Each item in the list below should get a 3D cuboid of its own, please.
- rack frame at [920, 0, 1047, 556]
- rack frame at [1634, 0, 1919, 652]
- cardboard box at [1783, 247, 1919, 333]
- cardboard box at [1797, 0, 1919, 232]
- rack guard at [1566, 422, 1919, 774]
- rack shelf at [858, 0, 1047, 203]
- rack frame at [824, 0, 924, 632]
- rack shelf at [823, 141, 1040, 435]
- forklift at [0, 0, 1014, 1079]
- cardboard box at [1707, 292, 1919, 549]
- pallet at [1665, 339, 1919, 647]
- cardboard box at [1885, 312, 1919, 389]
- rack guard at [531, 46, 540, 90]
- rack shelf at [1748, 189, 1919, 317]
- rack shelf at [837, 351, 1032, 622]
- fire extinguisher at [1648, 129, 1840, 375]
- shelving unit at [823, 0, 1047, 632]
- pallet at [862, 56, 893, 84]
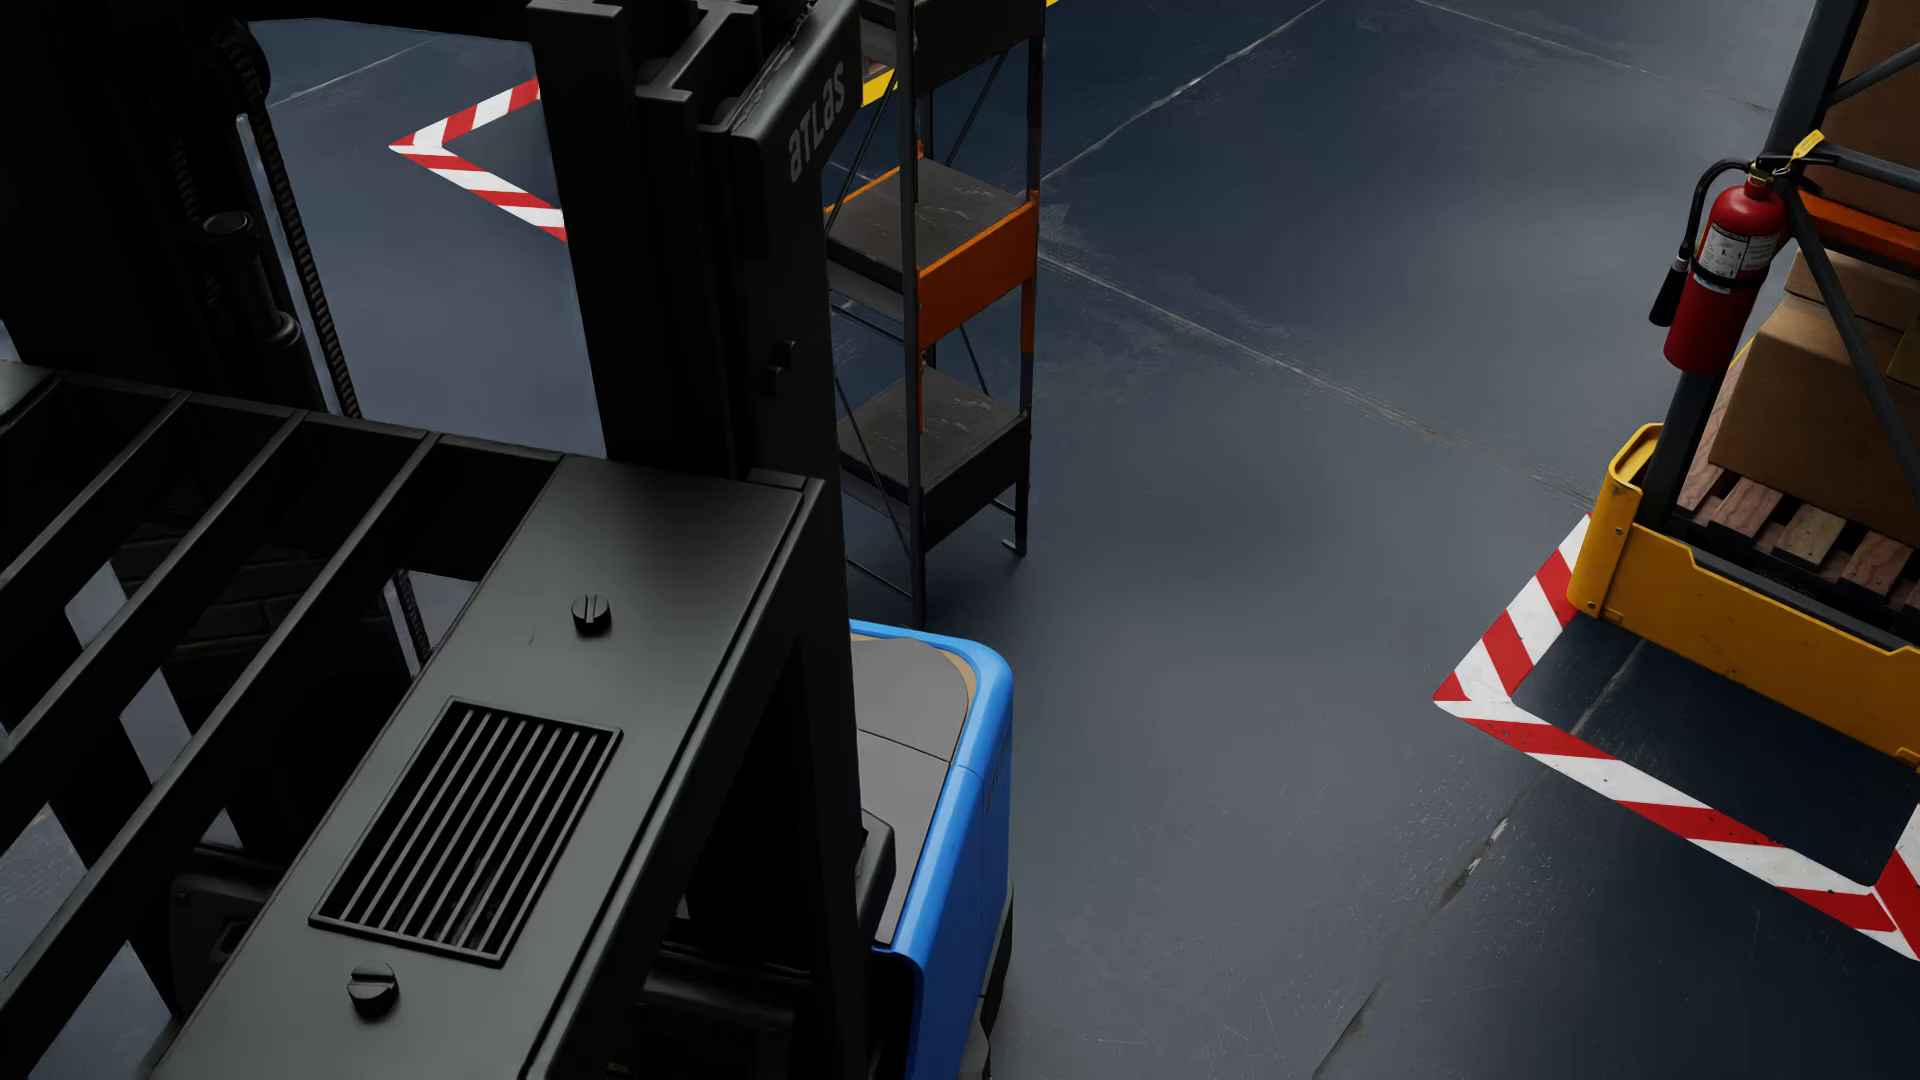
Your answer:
[{"bbox_3d":[0.050,-0.817,4.588,0.400,2.100,0.015,29,50,28],"label":"rack frame"},{"bbox_3d":[2.390,-0.775,3.872,1.000,3.000,0.127,29,50,28],"label":"rack frame"},{"bbox_3d":[2.707,-0.794,4.957,0.380,0.149,0.250,29,50,28],"label":"cardboard box"},{"bbox_3d":[2.711,-1.153,4.065,0.980,0.700,0.700,32,51,30],"label":"cardboard box"},{"bbox_3d":[2.375,0.162,4.700,1.175,0.500,0.348,29,50,28],"label":"rack guard"},{"bbox_3d":[-0.107,-1.199,3.988,0.431,0.518,0.480,29,50,28],"label":"rack shelf"},{"bbox_3d":[-0.264,-0.566,4.312,0.400,2.100,0.015,29,50,28],"label":"rack frame"},{"bbox_3d":[-0.107,-0.682,4.459,0.431,0.518,0.480,29,50,28],"label":"rack shelf"},{"bbox_3d":[-0.728,0.813,2.178,1.130,2.935,3.031,9,43,10],"label":"forklift"},{"bbox_3d":[2.764,-0.409,5.016,0.700,0.500,0.500,29,50,28],"label":"cardboard box"},{"bbox_3d":[2.845,-0.189,5.301,1.003,0.211,1.213,29,50,28],"label":"pallet"},{"bbox_3d":[2.837,-0.498,4.632,0.380,0.149,0.250,30,50,29],"label":"cardboard box"},{"bbox_3d":[-1.355,-2.032,7.113,1.175,0.500,0.348,29,50,28],"label":"rack guard"},{"bbox_3d":[3.678,-1.538,5.247,1.077,0.370,4.000,29,50,28],"label":"rack shelf"},{"bbox_3d":[-0.107,-0.164,4.930,0.431,0.518,0.480,29,50,28],"label":"rack shelf"},{"bbox_3d":[1.940,-0.730,4.158,0.296,0.674,0.183,29,50,28],"label":"fire extinguisher"},{"bbox_3d":[-0.107,-0.692,4.450,0.431,2.100,0.503,29,50,28],"label":"shelving unit"},{"bbox_3d":[-0.842,-2.336,7.662,1.003,0.211,1.213,29,50,28],"label":"pallet"}]
